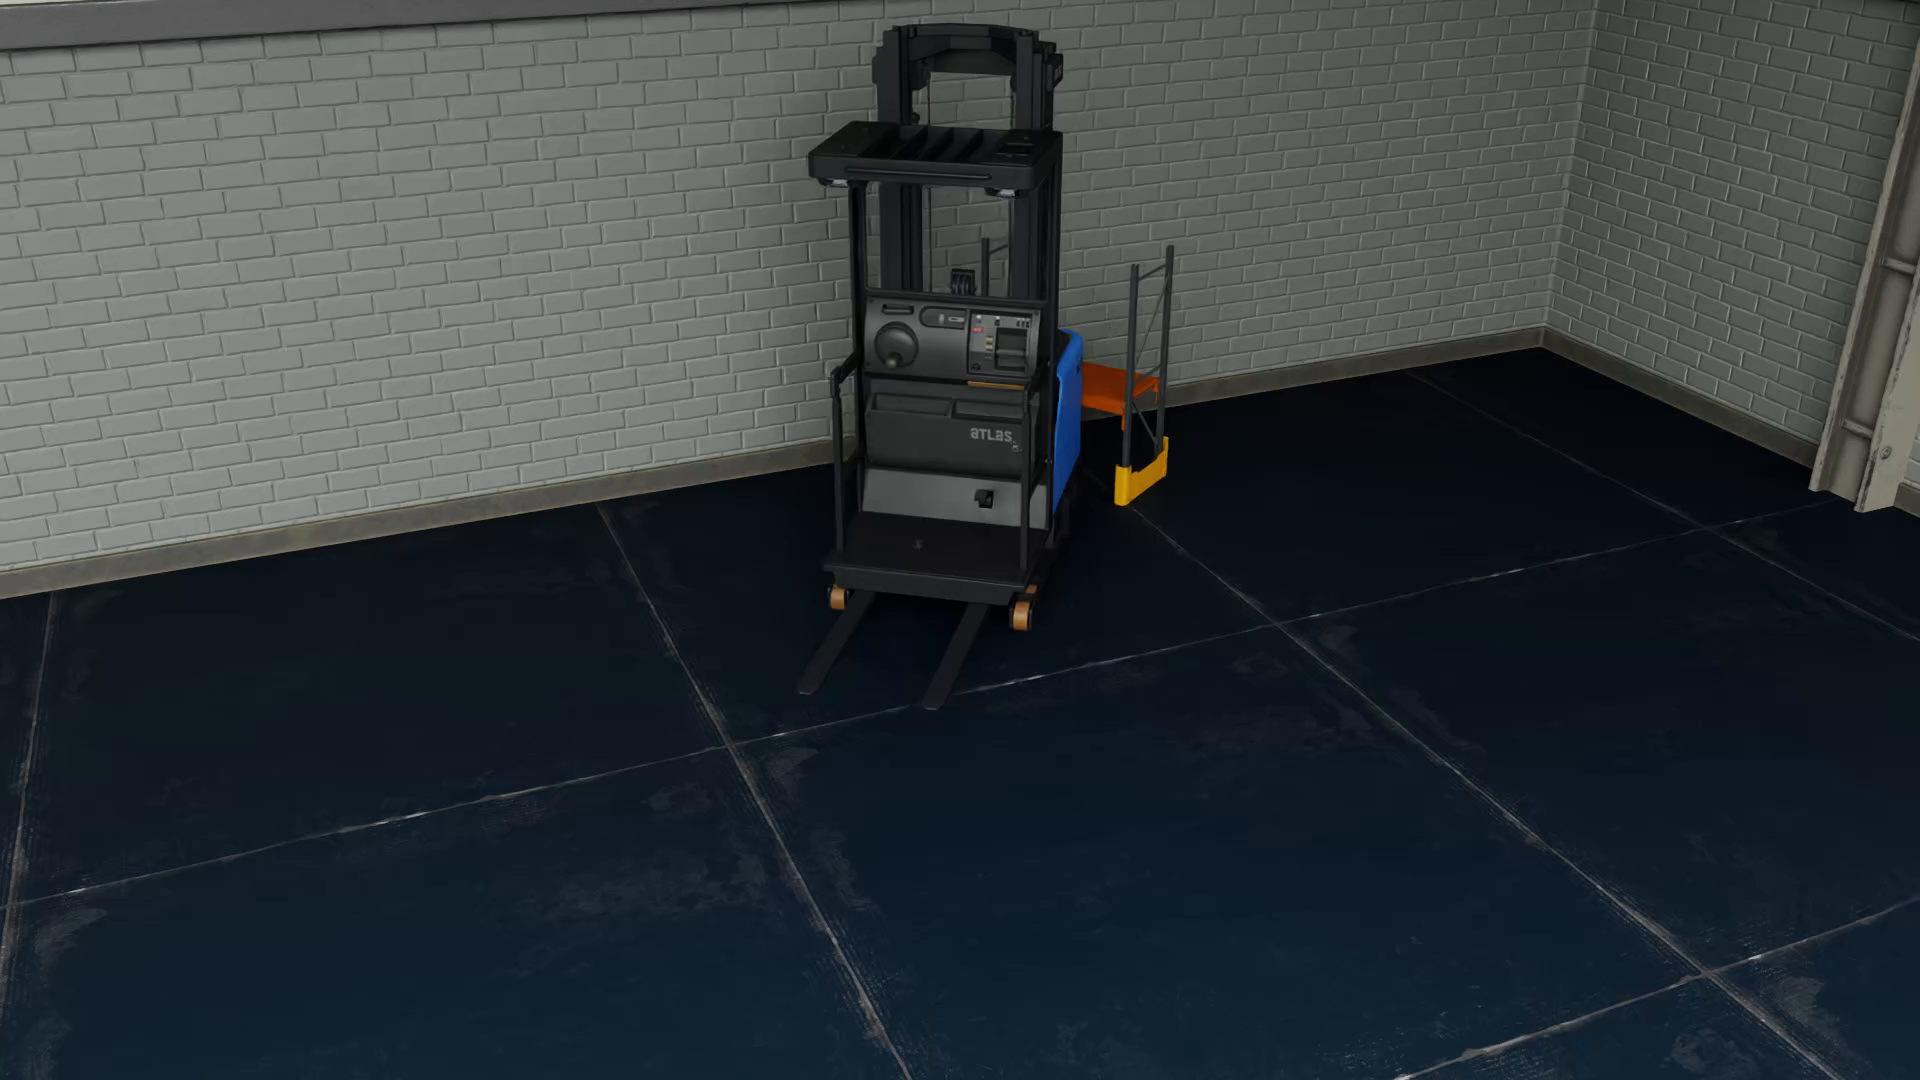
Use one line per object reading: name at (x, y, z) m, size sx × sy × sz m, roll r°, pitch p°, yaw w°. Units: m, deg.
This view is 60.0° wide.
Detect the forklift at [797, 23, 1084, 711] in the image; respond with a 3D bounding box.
forklift at (-0.089, -1.016, 8.491) m, size 1.130 × 2.935 × 3.031 m, roll 6°, pitch 27°, yaw 12°

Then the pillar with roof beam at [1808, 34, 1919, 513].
pillar with roof beam at (1.565, -3.575, 6.815) m, size 9.100 × 9.000 × 0.400 m, roll -11°, pitch 28°, yaw -21°

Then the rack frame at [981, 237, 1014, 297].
rack frame at (0.280, -1.240, 10.581) m, size 0.032 × 1.500 × 0.500 m, roll 16°, pitch 30°, yaw 29°

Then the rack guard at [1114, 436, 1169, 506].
rack guard at (1.133, -0.437, 10.360) m, size 0.087 × 0.250 × 0.587 m, roll 16°, pitch 30°, yaw 29°

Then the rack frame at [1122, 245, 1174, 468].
rack frame at (1.134, -0.998, 10.086) m, size 0.032 × 1.500 × 0.500 m, roll 16°, pitch 30°, yaw 29°

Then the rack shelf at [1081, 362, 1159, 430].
rack shelf at (0.707, -0.958, 10.412) m, size 1.000 × 0.185 × 0.538 m, roll 16°, pitch 30°, yaw 29°

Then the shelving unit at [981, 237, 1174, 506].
shelving unit at (0.714, -1.117, 10.329) m, size 1.083 × 1.500 × 0.587 m, roll 16°, pitch 30°, yaw 29°
